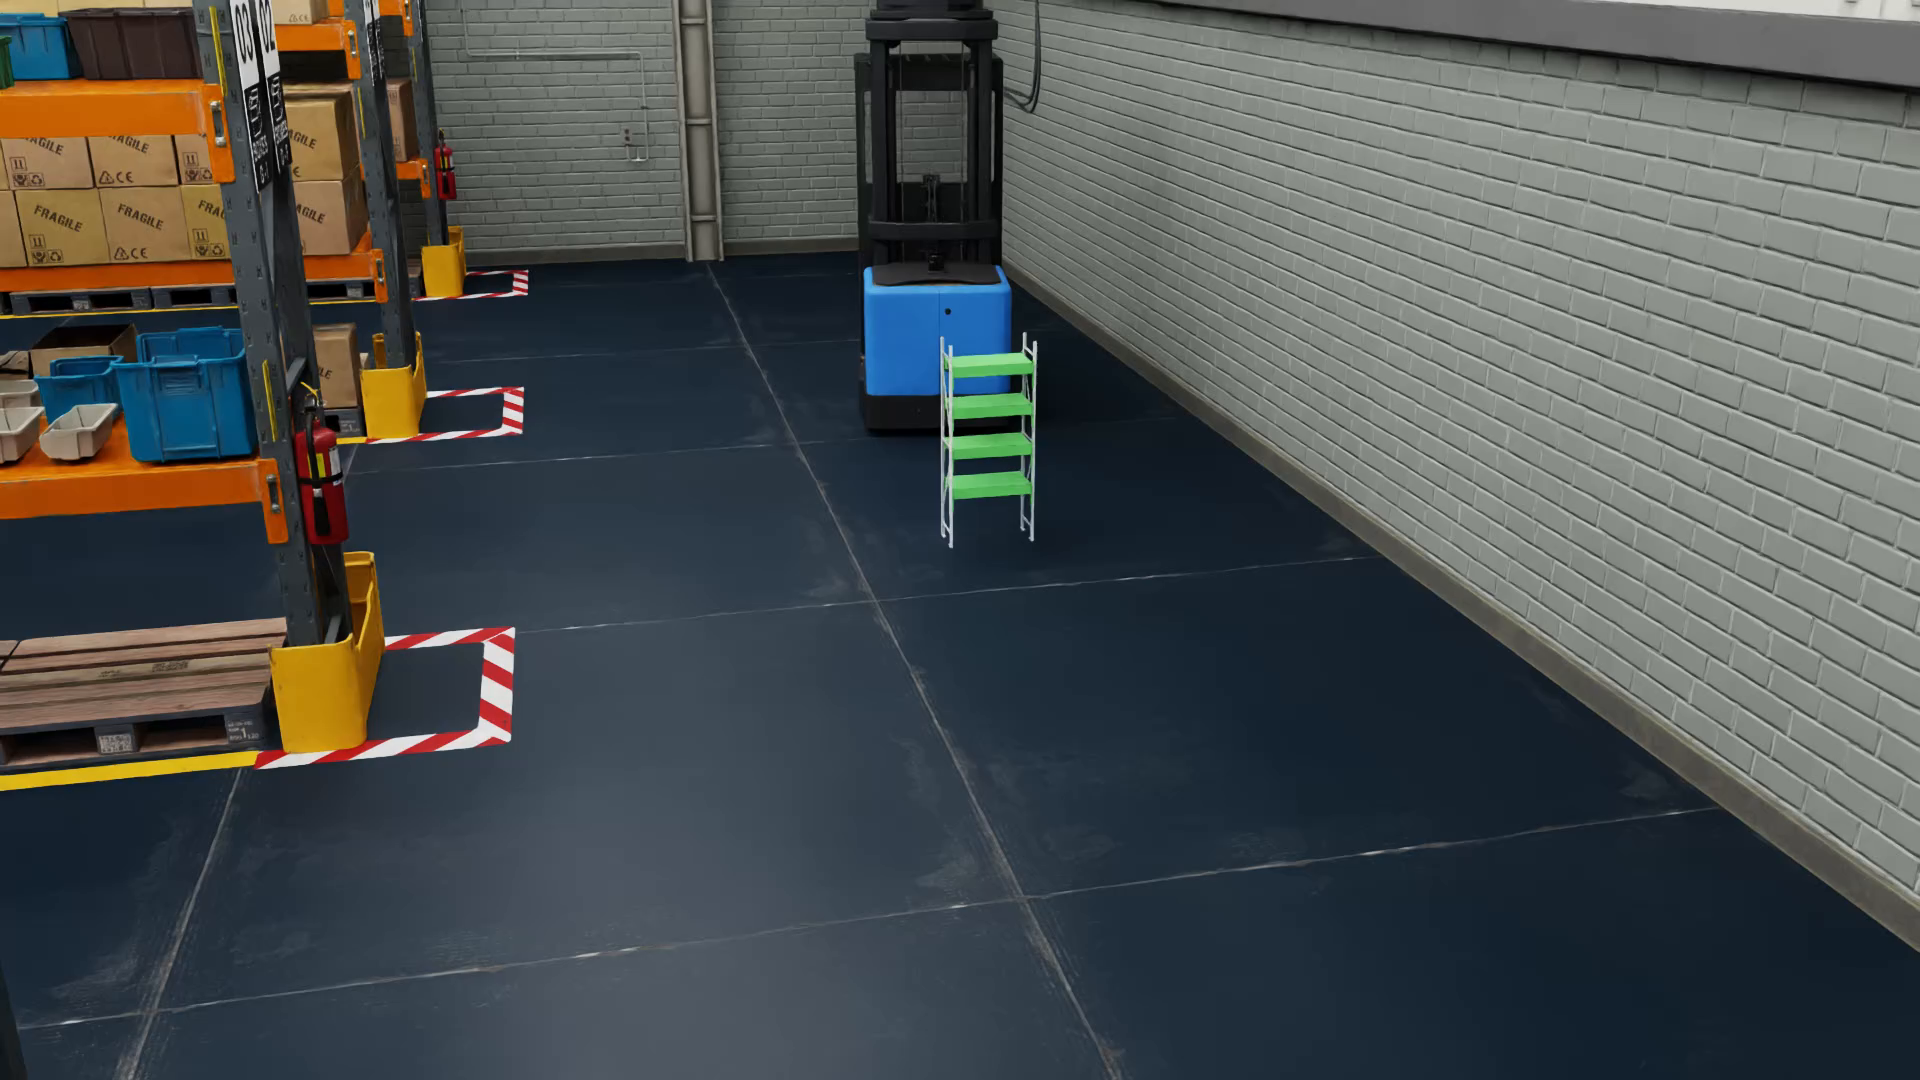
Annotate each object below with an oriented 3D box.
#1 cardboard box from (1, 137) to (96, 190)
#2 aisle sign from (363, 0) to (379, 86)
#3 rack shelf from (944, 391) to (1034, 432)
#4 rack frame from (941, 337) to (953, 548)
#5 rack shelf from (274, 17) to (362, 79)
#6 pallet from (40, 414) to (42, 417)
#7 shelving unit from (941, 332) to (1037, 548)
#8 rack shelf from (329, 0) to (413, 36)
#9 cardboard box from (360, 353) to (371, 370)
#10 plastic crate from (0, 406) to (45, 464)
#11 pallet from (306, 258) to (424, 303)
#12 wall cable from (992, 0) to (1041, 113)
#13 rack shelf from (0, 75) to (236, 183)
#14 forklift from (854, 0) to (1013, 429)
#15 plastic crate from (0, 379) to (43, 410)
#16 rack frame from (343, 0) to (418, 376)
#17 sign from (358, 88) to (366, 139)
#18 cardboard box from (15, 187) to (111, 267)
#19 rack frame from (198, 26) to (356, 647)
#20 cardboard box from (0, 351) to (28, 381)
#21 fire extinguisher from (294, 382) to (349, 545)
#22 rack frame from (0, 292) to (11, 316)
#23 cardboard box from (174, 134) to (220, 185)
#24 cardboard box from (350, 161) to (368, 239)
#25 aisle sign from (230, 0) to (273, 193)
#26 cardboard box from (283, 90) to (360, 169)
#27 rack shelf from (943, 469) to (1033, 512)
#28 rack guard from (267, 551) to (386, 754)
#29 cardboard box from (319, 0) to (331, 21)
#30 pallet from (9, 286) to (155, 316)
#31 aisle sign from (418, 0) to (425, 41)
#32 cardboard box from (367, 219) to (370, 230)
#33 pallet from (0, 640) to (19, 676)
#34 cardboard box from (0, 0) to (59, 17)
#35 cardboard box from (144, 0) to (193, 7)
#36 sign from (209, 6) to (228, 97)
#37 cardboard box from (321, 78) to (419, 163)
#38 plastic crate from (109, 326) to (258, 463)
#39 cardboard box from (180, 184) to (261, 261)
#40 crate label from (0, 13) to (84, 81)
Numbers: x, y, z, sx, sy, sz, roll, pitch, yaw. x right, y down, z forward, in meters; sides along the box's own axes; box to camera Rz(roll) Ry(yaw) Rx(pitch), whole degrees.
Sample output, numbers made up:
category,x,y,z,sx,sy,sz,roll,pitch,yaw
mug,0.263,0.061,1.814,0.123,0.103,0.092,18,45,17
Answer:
category,x,y,z,sx,sy,sz,roll,pitch,yaw
cardboard box,-5.946,-2.596,10.941,0.500,0.500,0.500,-4,20,-11
aisle sign,-3.945,-3.454,11.102,0.004,0.787,0.394,-5,21,-12
rack shelf,0.161,-0.742,9.583,0.480,0.148,0.258,-5,21,-12
rack frame,-0.076,-0.557,9.591,0.015,1.200,0.240,-5,21,-12
rack shelf,-6.028,-3.242,10.990,4.000,0.370,1.077,-5,21,-12
pallet,-6.116,-0.856,11.844,1.213,0.211,1.003,-5,21,-12
shelving unit,0.161,-0.576,9.644,0.503,1.200,0.258,-5,21,-12
rack shelf,-7.172,-4.900,15.516,4.000,0.370,1.077,-5,21,-12
cardboard box,-4.568,-1.280,12.453,0.250,0.149,0.380,-5,21,-12
plastic crate,-3.983,-0.433,6.931,0.243,0.136,0.396,-5,21,-12
pallet,-5.985,-2.589,16.576,1.213,0.211,1.003,-5,21,-12
wall cable,0.361,-5.675,16.738,0.112,2.526,3.097,-5,21,-12
rack shelf,-4.892,-1.584,6.463,4.000,0.370,1.077,-5,21,-12
forklift,-0.243,-2.622,12.712,1.130,2.935,3.031,-1,20,-4
plastic crate,-4.253,-0.615,7.430,0.298,0.136,0.250,-5,21,-12
rack frame,-4.082,-2.330,11.814,0.127,3.000,1.000,-5,21,-12
sign,-3.973,-2.835,11.049,0.005,0.325,0.100,-5,21,-12
cardboard box,-5.936,-2.131,11.125,0.500,0.500,0.500,-5,21,-13
rack frame,-2.946,-0.672,7.287,0.127,3.000,1.000,-5,21,-12
cardboard box,-6.755,-1.157,11.881,0.500,0.311,0.500,-5,21,-12
fire extinguisher,-2.694,-0.320,6.982,0.183,0.674,0.296,-5,21,-12
rack frame,-9.118,-3.671,15.476,0.127,3.000,1.000,-5,21,-12
cardboard box,-4.943,-2.679,11.168,0.500,0.500,0.500,-4,21,-11
cardboard box,-4.574,-2.430,11.942,0.500,0.500,0.500,-4,21,-11
aisle sign,-2.808,-1.800,6.588,0.004,0.787,0.394,-5,21,-12
cardboard box,-4.574,-2.900,11.770,0.500,0.500,0.500,-4,20,-11
rack shelf,0.161,-0.291,9.749,0.480,0.148,0.258,-5,21,-12
rack guard,-2.925,0.496,7.734,0.348,0.500,1.175,-5,21,-12
cardboard box,-4.640,-3.713,11.446,0.500,0.250,0.500,-5,21,-12
pallet,-8.360,-2.396,16.048,1.213,0.211,1.003,-5,21,-12
aisle sign,-5.086,-5.114,15.634,0.004,0.787,0.394,-5,21,-12
cardboard box,-5.883,-2.922,16.455,0.500,0.500,0.700,-5,21,-12
pallet,-4.942,0.785,7.364,1.213,0.211,1.003,-5,21,-12
cardboard box,-5.984,-3.425,10.661,0.500,0.250,0.500,-5,21,-12
cardboard box,-5.010,-3.503,10.874,0.500,0.250,0.500,-5,21,-12
sign,-2.803,-1.848,6.290,0.005,0.325,0.100,-5,21,-12
cardboard box,-5.719,-4.085,16.169,0.700,0.700,0.980,-4,20,-10
plastic crate,-3.228,-0.627,7.028,0.499,0.435,0.616,-5,21,-12
cardboard box,-4.959,-2.208,11.336,0.500,0.500,0.500,-4,21,-12
crate label,-3.918,-2.045,6.893,0.502,0.251,0.408,-5,21,-12
